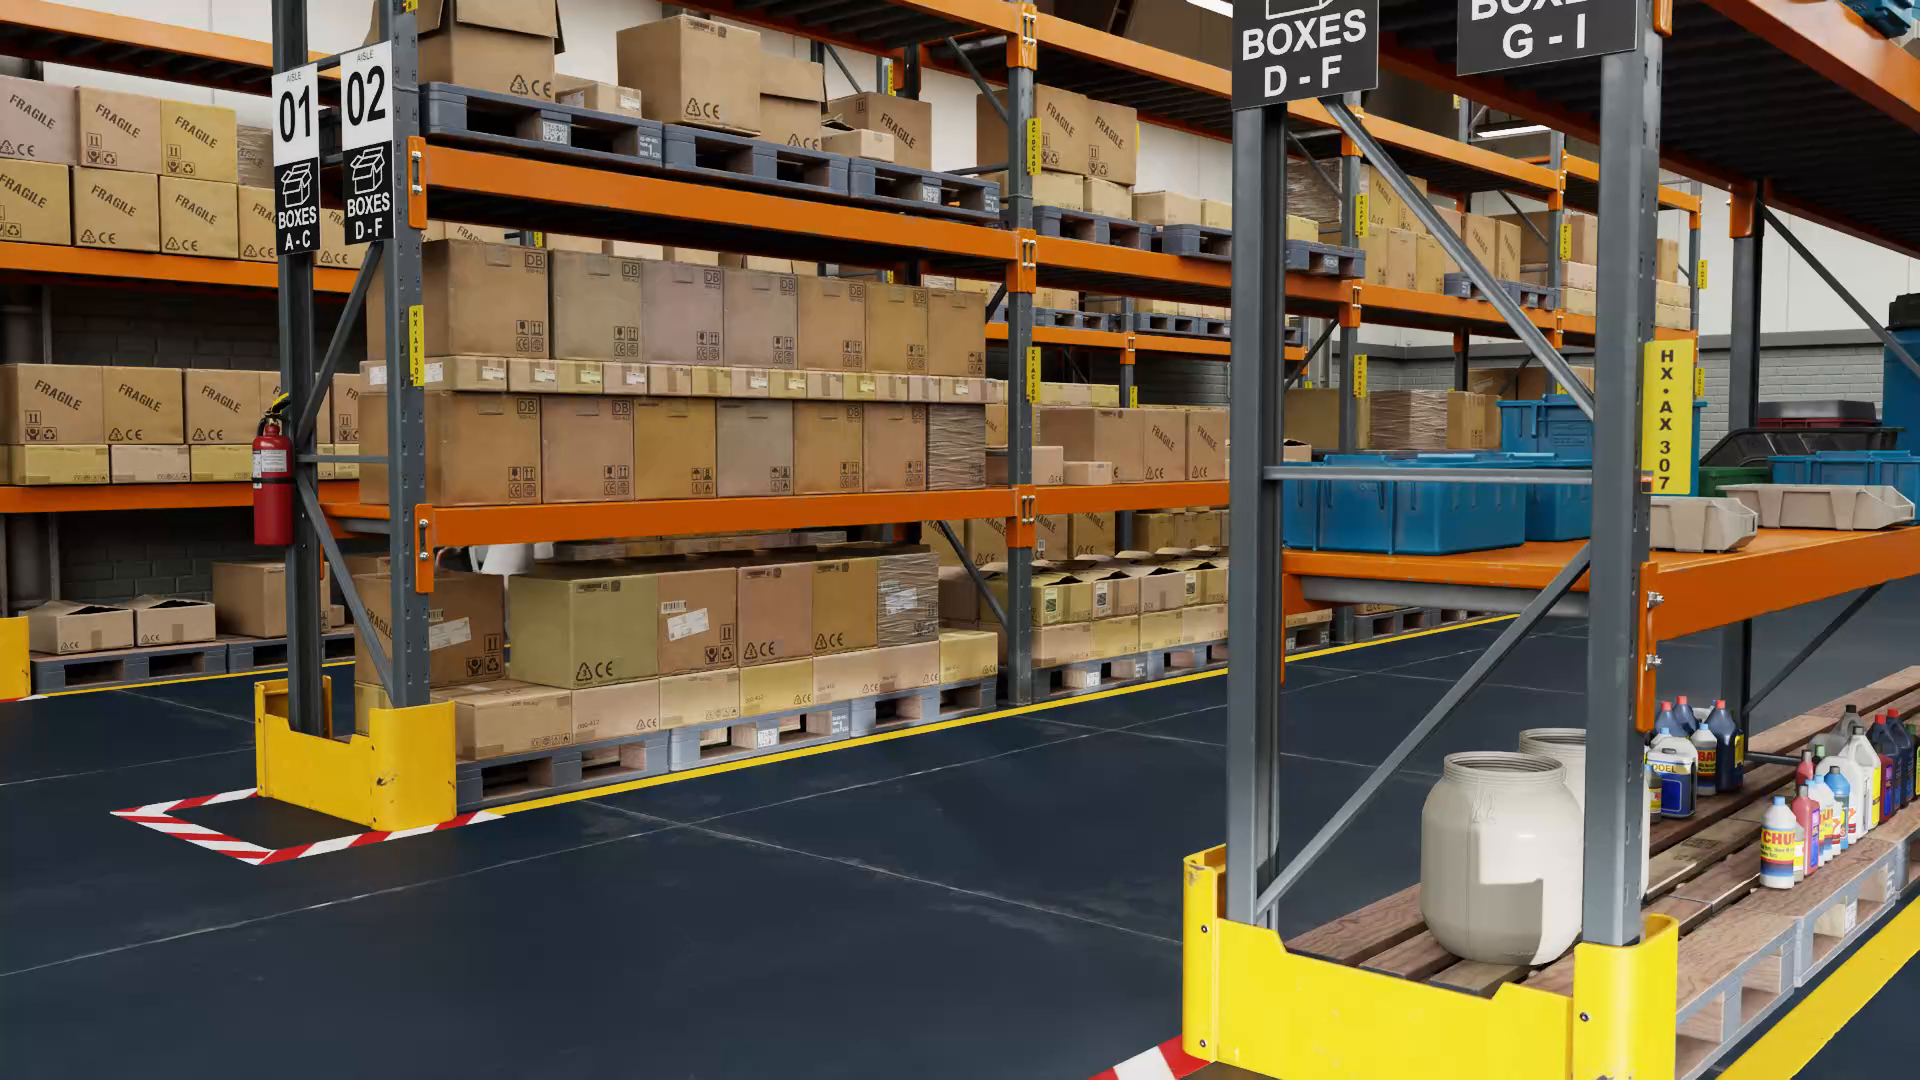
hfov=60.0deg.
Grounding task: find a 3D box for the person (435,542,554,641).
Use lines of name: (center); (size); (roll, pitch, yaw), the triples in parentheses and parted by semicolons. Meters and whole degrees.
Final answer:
person: (-2.829, 0.093, 9.925); (0.567, 1.724, 1.085); (2, 4, 35)
